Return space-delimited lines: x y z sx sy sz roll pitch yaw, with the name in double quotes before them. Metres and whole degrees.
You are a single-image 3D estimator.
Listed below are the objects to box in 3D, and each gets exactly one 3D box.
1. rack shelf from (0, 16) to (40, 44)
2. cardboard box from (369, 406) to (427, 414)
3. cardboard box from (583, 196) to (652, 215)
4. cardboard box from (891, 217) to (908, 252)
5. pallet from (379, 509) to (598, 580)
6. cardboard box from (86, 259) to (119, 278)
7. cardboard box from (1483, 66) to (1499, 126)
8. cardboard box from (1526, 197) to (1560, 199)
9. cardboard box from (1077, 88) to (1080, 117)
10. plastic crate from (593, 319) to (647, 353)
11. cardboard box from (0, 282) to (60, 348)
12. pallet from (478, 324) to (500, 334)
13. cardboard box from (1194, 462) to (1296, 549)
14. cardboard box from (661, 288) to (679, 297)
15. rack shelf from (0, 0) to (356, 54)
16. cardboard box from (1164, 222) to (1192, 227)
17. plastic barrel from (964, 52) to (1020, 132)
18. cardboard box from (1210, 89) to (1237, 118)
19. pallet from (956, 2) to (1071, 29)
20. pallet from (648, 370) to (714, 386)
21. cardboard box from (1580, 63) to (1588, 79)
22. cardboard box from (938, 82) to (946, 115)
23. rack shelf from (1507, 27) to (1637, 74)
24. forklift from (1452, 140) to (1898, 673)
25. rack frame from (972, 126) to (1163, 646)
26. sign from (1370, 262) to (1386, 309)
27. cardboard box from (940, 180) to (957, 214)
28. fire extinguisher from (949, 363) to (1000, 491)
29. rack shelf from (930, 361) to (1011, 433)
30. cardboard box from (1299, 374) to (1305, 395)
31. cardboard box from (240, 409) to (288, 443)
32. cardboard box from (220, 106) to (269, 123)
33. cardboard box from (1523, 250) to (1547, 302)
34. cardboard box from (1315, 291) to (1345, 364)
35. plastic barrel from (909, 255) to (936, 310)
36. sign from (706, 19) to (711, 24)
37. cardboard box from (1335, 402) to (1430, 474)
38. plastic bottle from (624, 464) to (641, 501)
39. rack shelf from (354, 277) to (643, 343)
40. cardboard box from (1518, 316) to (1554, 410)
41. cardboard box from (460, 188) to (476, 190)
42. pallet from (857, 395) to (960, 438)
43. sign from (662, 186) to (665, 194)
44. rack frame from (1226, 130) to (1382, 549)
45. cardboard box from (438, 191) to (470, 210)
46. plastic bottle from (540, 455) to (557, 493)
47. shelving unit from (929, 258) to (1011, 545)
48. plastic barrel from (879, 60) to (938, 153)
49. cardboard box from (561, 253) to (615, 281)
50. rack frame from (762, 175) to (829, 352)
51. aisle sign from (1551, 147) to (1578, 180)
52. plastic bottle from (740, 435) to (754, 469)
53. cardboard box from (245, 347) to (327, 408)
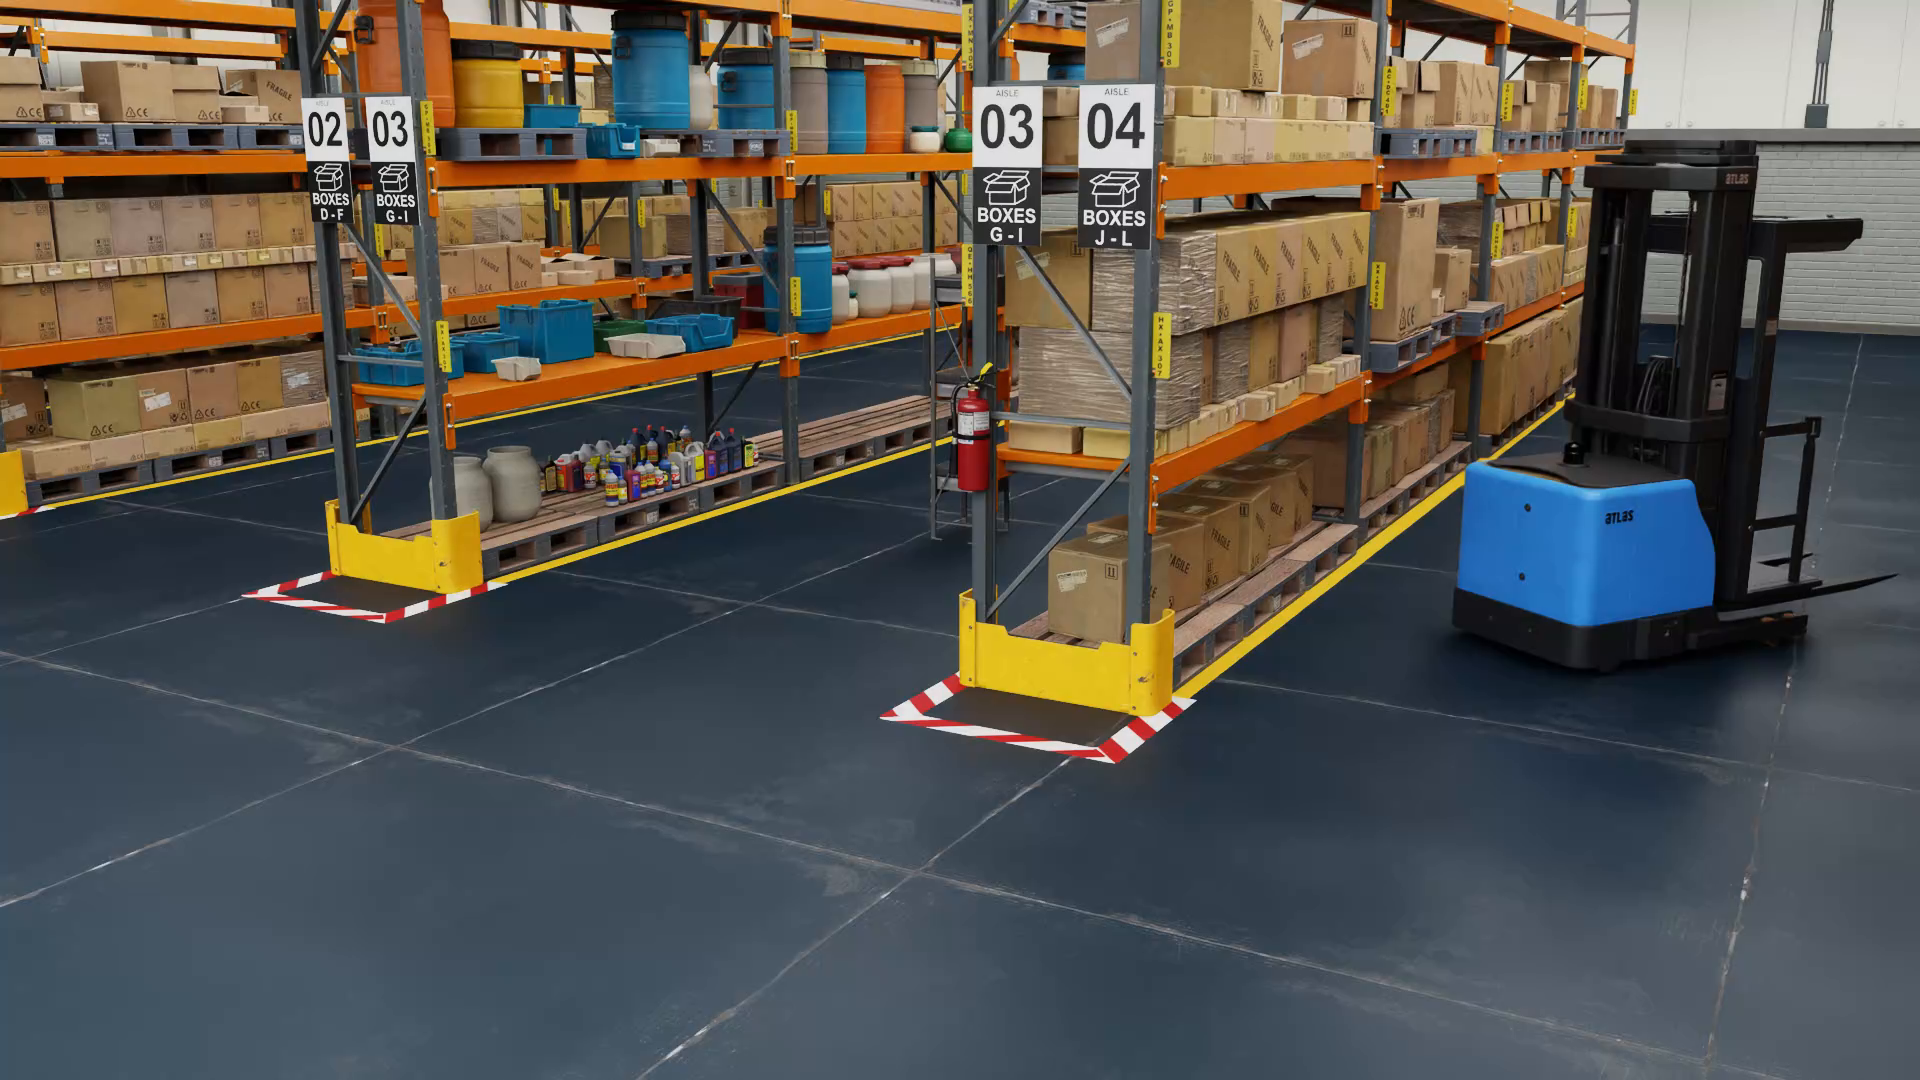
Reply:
"rack shelf" -11.510 -5.273 16.747 1.077 0.370 4.000 7 15 28
"cardboard box" -5.794 -1.480 17.243 0.500 0.250 0.500 7 15 27
"cardboard box" -5.699 -5.314 27.537 0.980 0.700 0.700 7 15 25
"cardboard box" -1.120 -4.634 25.140 0.500 0.500 0.500 7 15 27
"pallet" -3.412 -0.007 12.110 1.003 0.211 1.213 7 15 28
"cardboard box" -7.390 -2.314 14.135 0.380 0.149 0.250 7 15 27
"cardboard box" 4.387 -3.879 14.543 0.500 0.500 0.500 8 16 30
"cardboard box" 7.556 -4.162 21.484 0.500 0.500 0.500 7 15 27
"cardboard box" 0.621 -2.326 8.849 0.380 0.149 0.250 7 15 26
"plastic crate" -2.774 -1.646 13.414 0.450 0.188 0.662 7 15 28
"cardboard box" -7.902 -1.880 13.718 0.700 0.500 0.500 7 15 28
"pallet" -6.983 -3.237 25.511 1.003 0.211 1.213 7 15 28
"cardboard box" 1.966 -0.228 11.515 0.500 0.500 0.500 -12 18 -41
"cardboard box" -5.235 -4.312 28.455 0.700 0.500 0.500 7 15 28
"rack shelf" -7.172 -4.520 14.469 1.077 0.370 4.000 7 15 28
"cardboard box" 1.061 -1.640 9.953 0.500 0.500 0.500 7 15 28
"plastic barrel" 0.340 -4.804 17.846 0.600 0.830 0.708 7 15 28
"cardboard box" 1.285 -2.379 9.071 0.380 0.149 0.250 8 16 30
"pallet" 0.438 -5.591 17.781 1.213 0.211 1.003 7 15 28
"pallet" -3.878 -2.172 21.091 1.003 0.211 1.213 7 15 28
"cardboard box" 7.280 -5.607 20.070 0.500 0.250 0.500 7 15 26
"cardboard box" -0.638 -6.905 26.030 0.700 0.500 0.500 7 15 28
"rack shelf" 7.299 -5.859 20.022 1.077 0.370 4.000 7 15 28
"forklift" 4.534 -0.901 10.015 3.031 2.935 1.130 -7 15 -26
"rack frame" 0.531 -0.614 8.680 1.000 3.000 0.127 7 15 28
"sign" 2.943 -1.796 11.734 0.100 0.325 0.005 7 15 28
"cardboard box" -0.379 -5.432 26.318 0.500 0.500 0.500 7 15 28
"fire extinguisher" 0.072 -0.605 8.808 0.296 0.674 0.183 7 15 28
"rack shelf" 0.080 -1.041 12.432 0.431 0.518 0.480 7 15 28
"cardboard box" 2.056 -1.040 10.984 0.380 0.149 0.250 7 15 28
"cardboard box" -6.717 -1.100 15.665 0.500 0.250 0.500 7 15 28
"cardboard box" -6.549 -3.888 15.200 0.380 0.149 0.250 7 15 28
"cardboard box" 5.853 -2.789 17.488 0.500 0.500 0.500 7 15 27
"cardboard box" 2.193 -1.543 11.684 0.875 0.500 0.500 7 15 28
"plastic barrel" -0.451 -2.549 16.468 0.421 0.512 0.421 0 14 0
"sign" -4.274 -8.925 28.191 0.100 0.325 0.005 7 15 28
"cardboard box" 3.567 -0.882 14.186 0.700 0.500 0.500 9 16 33
"plastic bottle" -2.530 -0.450 12.855 0.061 0.283 0.133 8 16 29
"rack shelf" -5.239 -2.618 18.529 1.077 0.370 4.000 7 15 28
"cardboard box" 5.609 -1.930 17.777 1.225 0.875 0.875 7 15 26
"cardboard box" -7.374 -5.154 25.022 0.500 0.250 0.500 8 15 29
"pallet" -0.346 -1.306 17.502 1.003 0.211 1.213 7 15 28
"sign" -5.225 -6.104 29.435 0.100 0.325 0.005 7 15 28
"rack frame" 2.465 -1.435 12.084 1.000 3.000 0.127 7 15 28
"cardboard box" -7.426 -4.889 23.923 0.500 0.250 0.500 7 15 27
"plastic bottle" -3.260 -0.521 13.152 0.061 0.283 0.133 8 16 29
"shelving unit" 0.080 -1.055 12.428 0.431 2.100 0.503 7 15 28
"plastic barrel" -0.524 -4.374 16.809 0.600 0.901 0.600 0 14 0
"cardboard box" -4.486 -3.265 19.868 0.500 0.311 0.500 9 16 32
"rack frame" -2.338 -4.199 23.551 1.000 3.000 0.127 7 15 28
"aisle sign" 8.038 -5.209 22.194 0.394 0.787 0.004 7 15 28
"plastic bottle" -1.815 -0.753 14.114 0.061 0.283 0.133 8 16 31
"cardboard box" -6.490 -1.569 16.011 0.500 0.500 0.500 7 15 28
